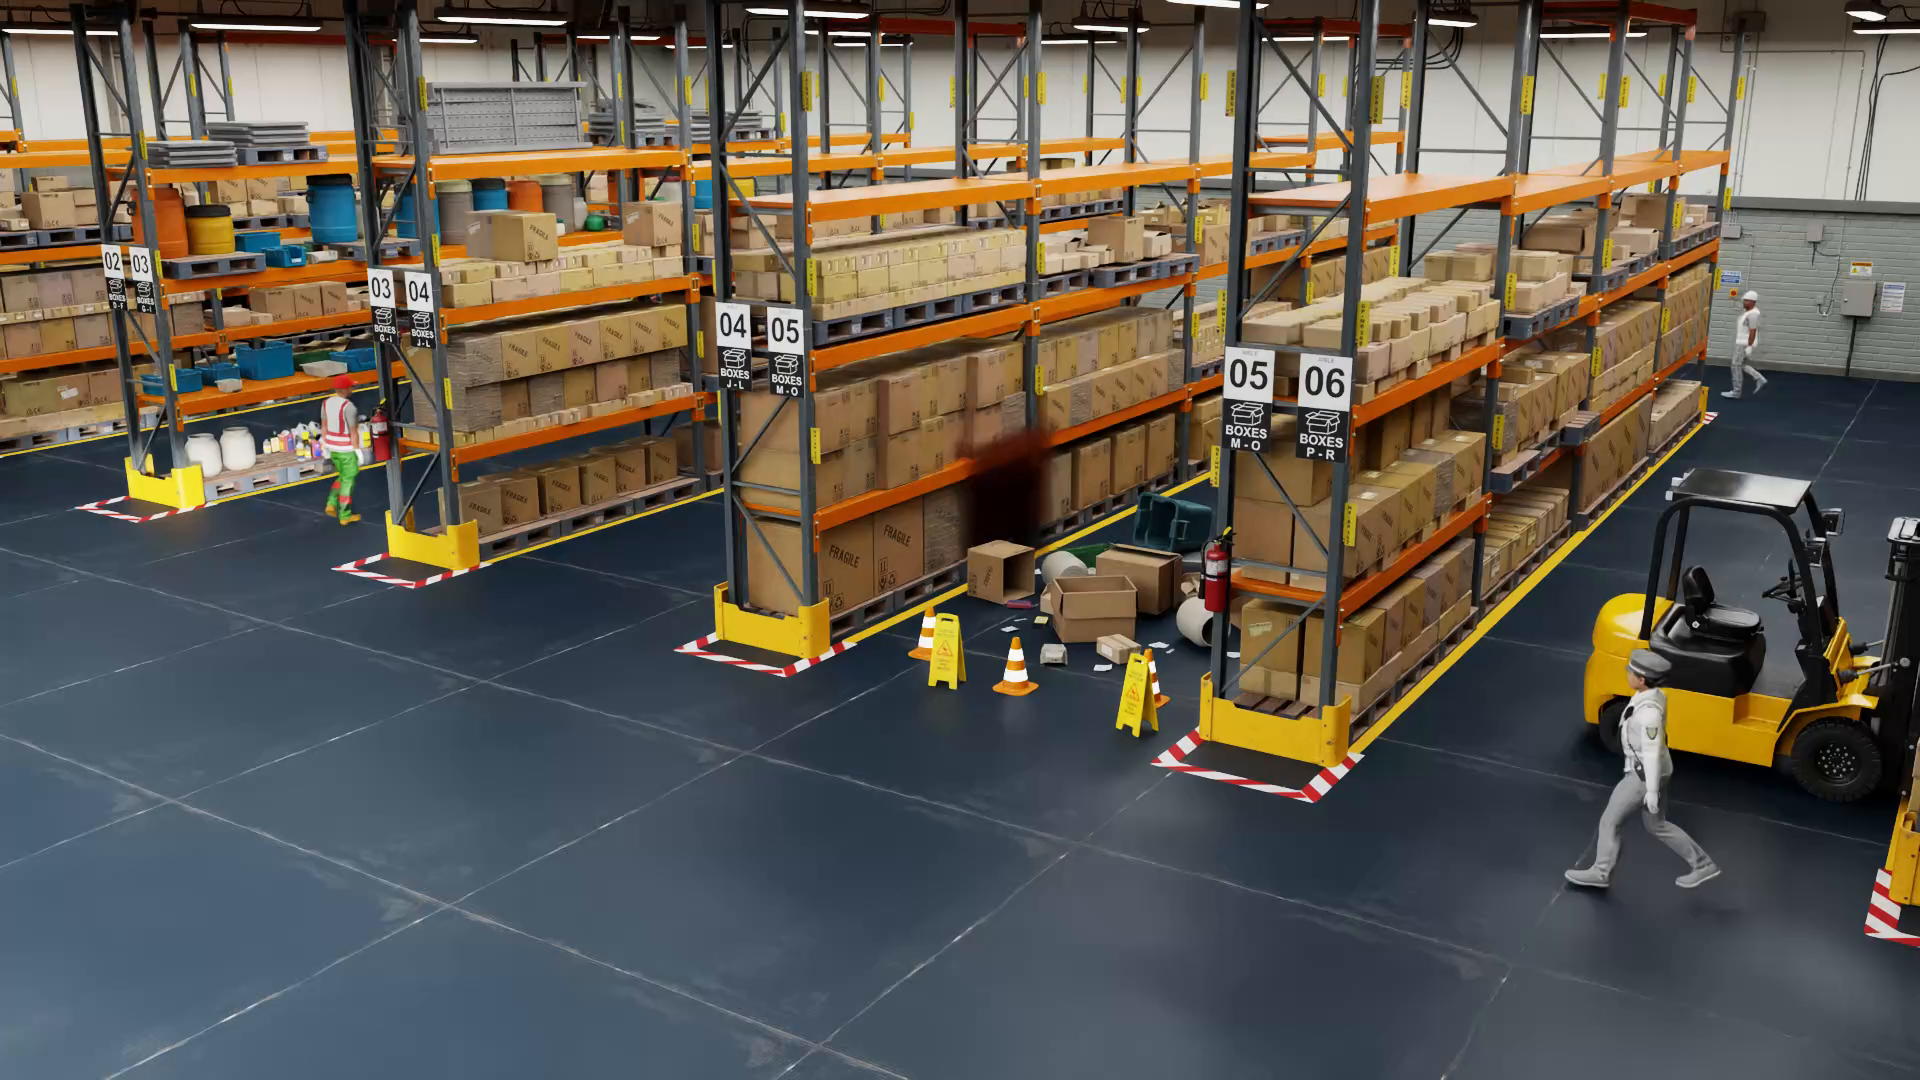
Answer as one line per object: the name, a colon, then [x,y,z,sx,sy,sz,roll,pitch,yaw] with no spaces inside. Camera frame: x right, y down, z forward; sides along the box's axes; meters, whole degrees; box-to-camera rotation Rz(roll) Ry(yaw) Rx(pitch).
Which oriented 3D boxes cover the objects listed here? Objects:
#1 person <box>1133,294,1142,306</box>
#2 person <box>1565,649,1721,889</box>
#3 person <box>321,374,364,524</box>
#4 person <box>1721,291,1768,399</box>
person: [3.565,-4.981,33.886,0.587,1.712,0.547,0,16,-2]
person: [4.467,1.507,10.703,0.933,1.634,0.510,7,17,24]
person: [-7.326,-1.076,19.723,0.594,1.785,0.461,9,18,31]
person: [13.023,-3.218,27.424,0.666,1.776,0.569,10,18,31]
